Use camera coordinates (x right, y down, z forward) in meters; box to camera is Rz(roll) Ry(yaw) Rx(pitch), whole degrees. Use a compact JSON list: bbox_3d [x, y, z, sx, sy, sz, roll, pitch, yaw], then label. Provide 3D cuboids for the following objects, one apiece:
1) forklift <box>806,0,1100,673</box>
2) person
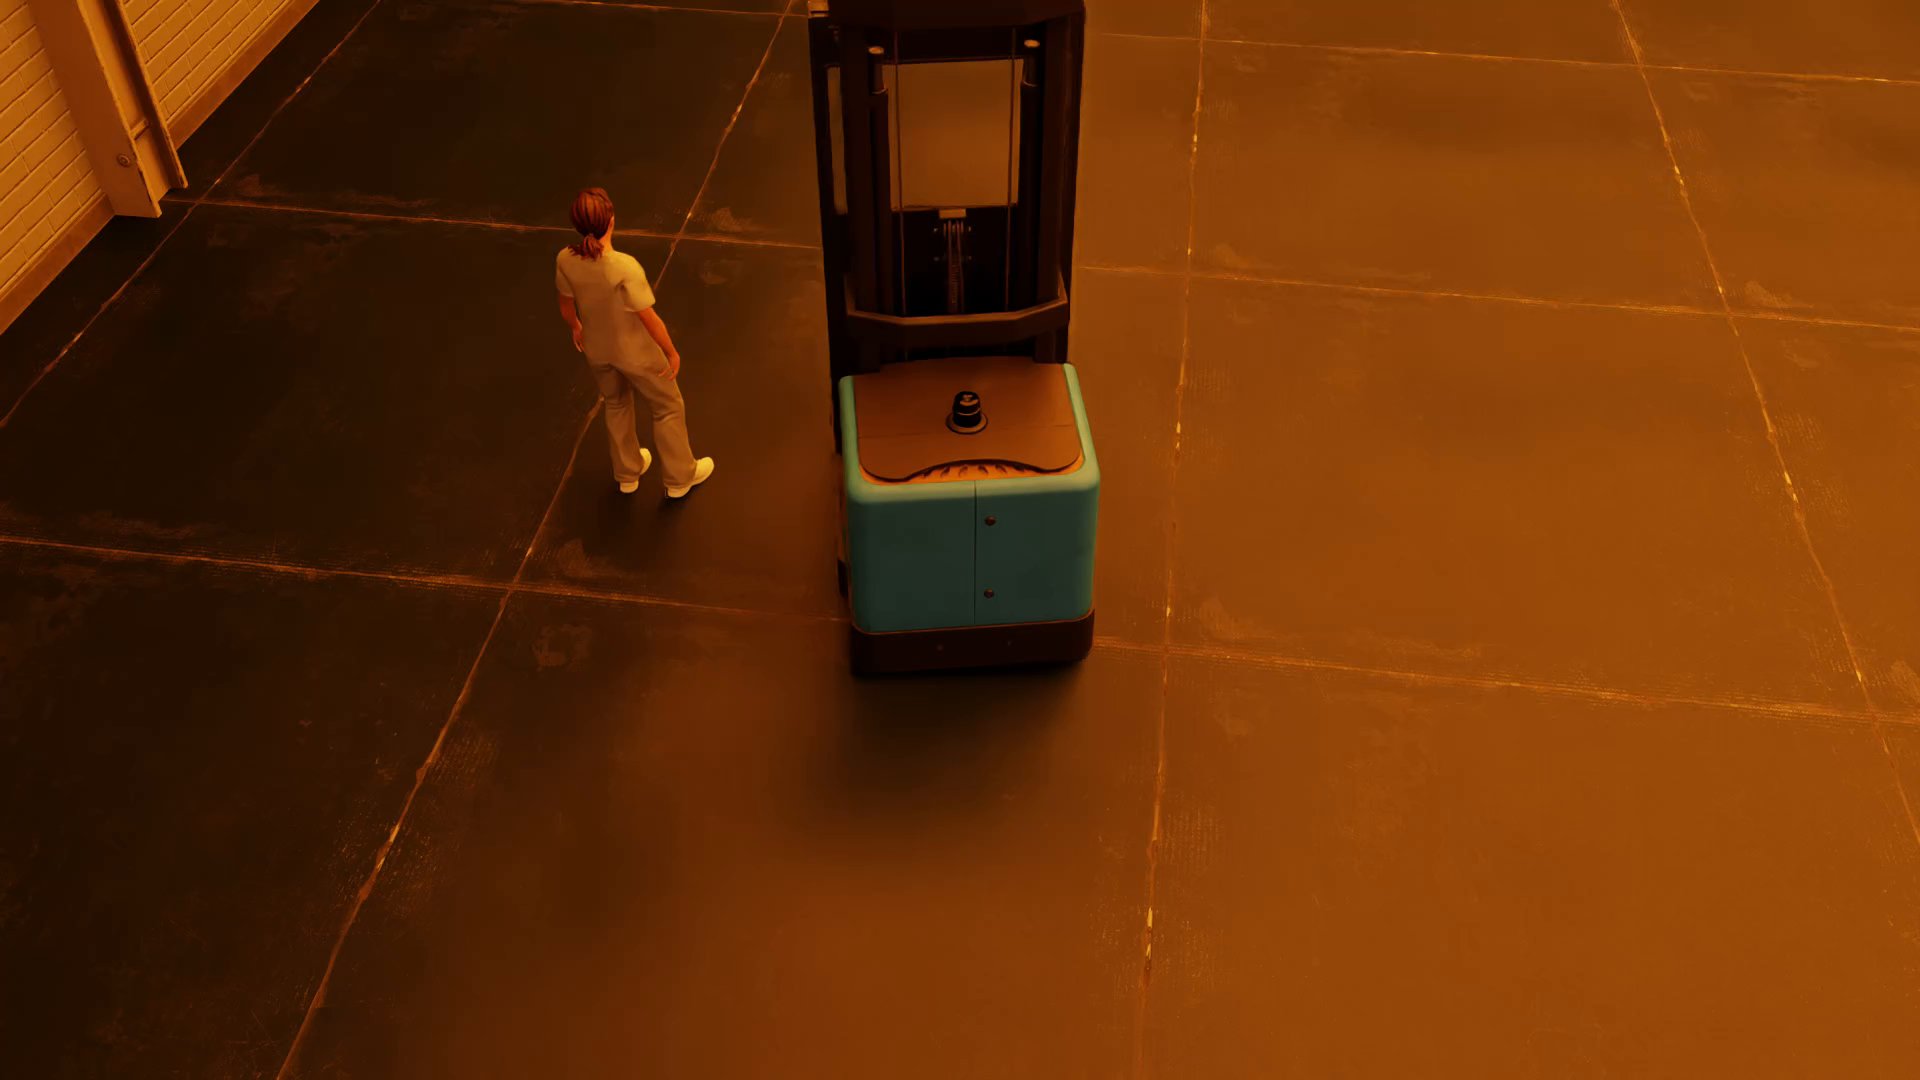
[{"bbox_3d":[-0.077,-1.499,7.357,1.130,2.935,3.031,-4,43,-4],"label":"forklift"},{"bbox_3d":[-1.529,-0.897,7.631,0.558,1.674,0.466,14,44,15],"label":"person"}]
